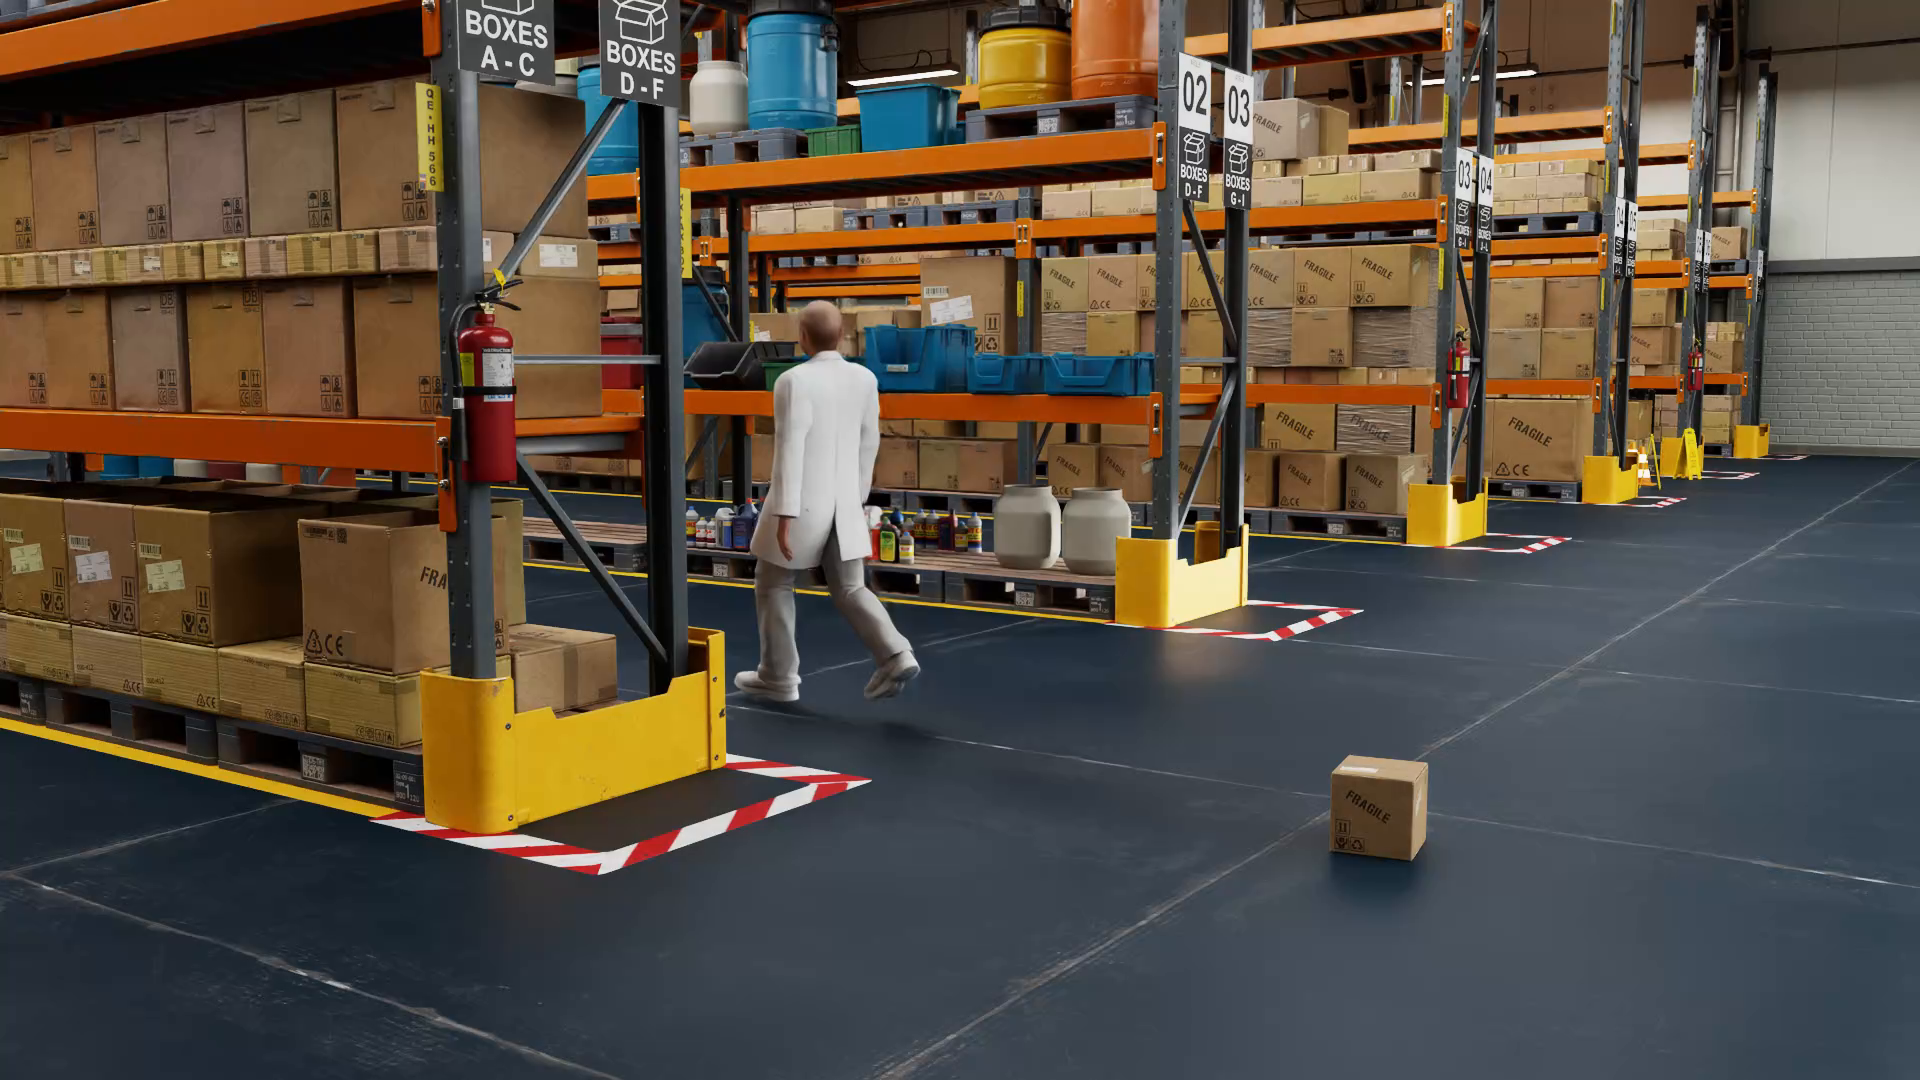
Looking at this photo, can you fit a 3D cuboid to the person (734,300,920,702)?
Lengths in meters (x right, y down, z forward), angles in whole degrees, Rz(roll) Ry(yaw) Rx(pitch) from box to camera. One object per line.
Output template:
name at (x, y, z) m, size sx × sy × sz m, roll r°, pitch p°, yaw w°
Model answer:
person at (-0.589, -0.145, 7.073) m, size 0.618 × 1.732 × 1.042 m, roll -5°, pitch 8°, yaw -39°
